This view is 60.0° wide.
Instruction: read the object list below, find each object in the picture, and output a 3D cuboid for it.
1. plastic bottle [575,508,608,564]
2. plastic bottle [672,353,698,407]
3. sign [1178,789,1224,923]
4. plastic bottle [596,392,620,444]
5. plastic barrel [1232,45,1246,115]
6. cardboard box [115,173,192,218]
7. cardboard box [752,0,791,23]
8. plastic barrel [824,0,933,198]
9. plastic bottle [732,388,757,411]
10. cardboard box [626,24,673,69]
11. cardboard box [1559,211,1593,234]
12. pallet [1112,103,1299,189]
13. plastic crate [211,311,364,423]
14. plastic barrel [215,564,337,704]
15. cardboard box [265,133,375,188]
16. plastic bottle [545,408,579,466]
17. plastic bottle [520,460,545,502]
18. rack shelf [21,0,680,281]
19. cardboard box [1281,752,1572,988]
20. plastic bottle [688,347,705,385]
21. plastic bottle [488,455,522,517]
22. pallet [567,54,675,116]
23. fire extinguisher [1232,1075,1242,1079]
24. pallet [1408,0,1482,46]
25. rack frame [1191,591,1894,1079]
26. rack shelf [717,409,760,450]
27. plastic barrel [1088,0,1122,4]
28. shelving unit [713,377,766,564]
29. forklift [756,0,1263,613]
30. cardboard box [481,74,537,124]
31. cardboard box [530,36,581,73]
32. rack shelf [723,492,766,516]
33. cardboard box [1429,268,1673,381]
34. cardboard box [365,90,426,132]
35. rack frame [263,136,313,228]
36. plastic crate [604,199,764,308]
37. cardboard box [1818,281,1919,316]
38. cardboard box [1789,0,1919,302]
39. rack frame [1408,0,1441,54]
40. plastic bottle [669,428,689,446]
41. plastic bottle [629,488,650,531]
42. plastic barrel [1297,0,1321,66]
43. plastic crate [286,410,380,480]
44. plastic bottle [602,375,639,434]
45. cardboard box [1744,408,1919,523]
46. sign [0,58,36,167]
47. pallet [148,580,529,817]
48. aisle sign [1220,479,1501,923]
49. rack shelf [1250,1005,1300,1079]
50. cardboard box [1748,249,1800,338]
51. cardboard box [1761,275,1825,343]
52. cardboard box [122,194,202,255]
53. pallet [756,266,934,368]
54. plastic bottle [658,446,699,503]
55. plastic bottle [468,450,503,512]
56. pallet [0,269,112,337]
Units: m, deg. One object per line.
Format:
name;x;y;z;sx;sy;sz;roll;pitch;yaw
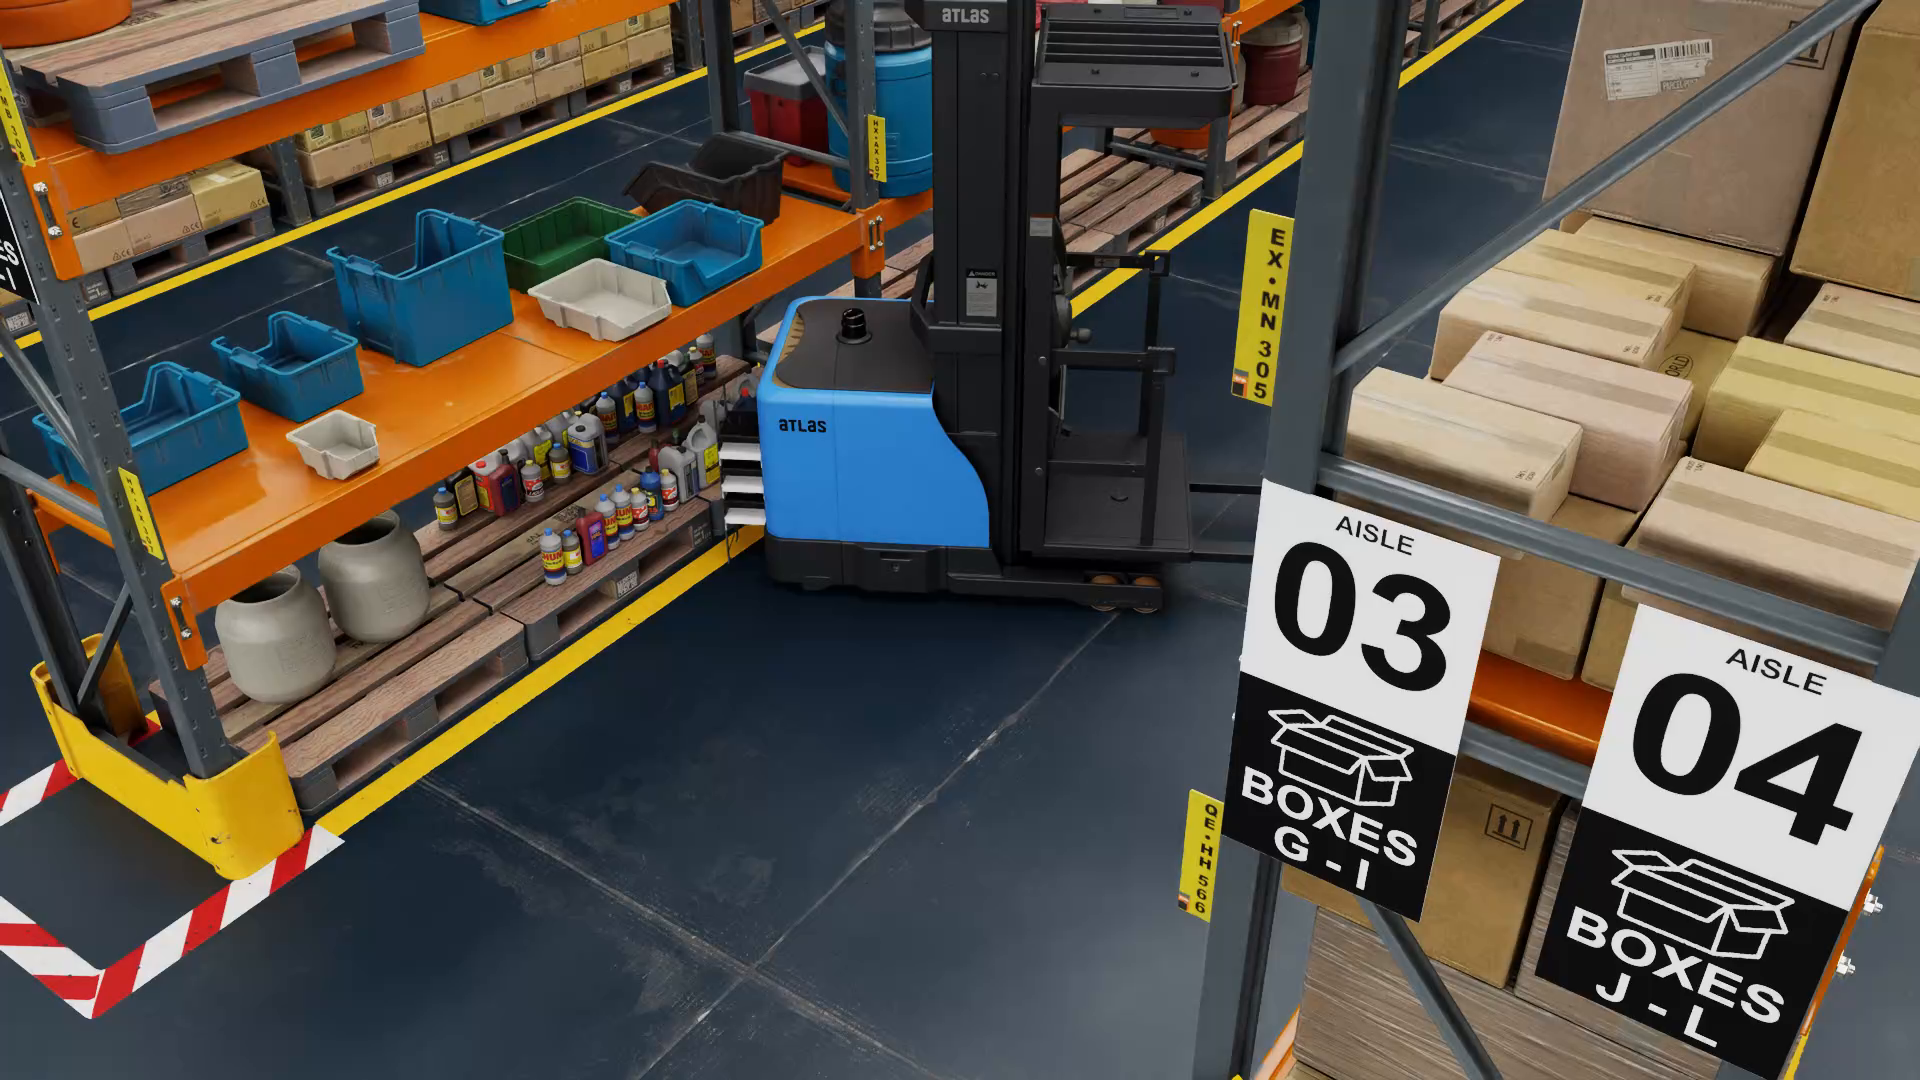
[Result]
plastic bottle;-1.700;-0.038;7.660;0.061;0.283;0.133;22;40;29
plastic bottle;-1.469;-0.848;8.858;0.061;0.283;0.133;21;39;28
sign;0.491;0.637;3.314;0.100;0.325;0.005;21;39;28
plastic bottle;-1.815;-0.635;8.554;0.097;0.271;0.097;0;34;0
plastic barrel;1.942;-3.492;12.582;0.421;0.512;0.421;0;34;0
cardboard box;-5.299;-2.408;10.544;0.500;0.500;0.500;21;39;28
cardboard box;-1.851;-4.921;14.688;0.500;0.500;0.500;20;39;27
plastic barrel;-0.384;-2.277;8.492;0.600;0.901;0.708;21;39;28
plastic bottle;-1.093;-0.597;8.427;0.144;0.351;0.185;19;39;26
cardboard box;-2.739;-4.128;13.756;0.500;0.250;0.500;22;40;29
cardboard box;1.585;-0.735;3.760;0.380;0.149;0.250;19;39;26
pallet;1.843;-3.050;12.572;1.003;0.211;1.213;21;39;28
plastic crate;-2.719;-0.709;6.754;0.499;0.251;0.408;21;39;28
plastic barrel;-2.821;0.382;6.854;0.421;0.512;0.421;0;34;0
cardboard box;-4.486;-2.714;11.665;0.500;0.250;0.500;20;39;27
plastic bottle;-2.004;-0.552;8.361;0.144;0.351;0.185;21;39;28
plastic bottle;-2.088;-0.296;8.115;0.097;0.201;0.097;0;34;0
rack shelf;-1.993;-2.013;6.513;1.077;0.370;4.000;21;39;28
cardboard box;1.046;0.523;3.551;0.500;0.500;0.500;21;39;28
plastic bottle;-1.452;-0.958;9.094;0.097;0.201;0.097;0;34;0
plastic bottle;-2.192;-0.263;7.994;0.061;0.283;0.133;21;39;28
pallet;-3.141;-3.892;13.816;1.003;0.211;1.213;21;39;28
fire extinguisher;0.492;1.372;3.613;0.296;0.674;0.183;21;39;28
pallet;4.096;-4.866;15.257;1.003;0.211;1.213;21;39;28
rack frame;0.935;1.434;3.451;1.000;3.000;0.127;21;39;28
rack shelf;-1.012;-0.516;7.787;0.200;0.077;0.258;3;34;4
plastic barrel;0.777;-3.140;10.116;0.421;0.512;0.421;0;34;0
shelving unit;-1.012;-0.320;7.919;0.210;0.900;0.258;3;34;4
forklift;0.625;-1.186;7.387;3.031;2.935;1.130;3;34;4
cardboard box;-3.610;-3.422;12.712;0.500;0.250;0.500;22;40;29
cardboard box;-3.317;-3.888;12.901;0.500;0.311;0.500;21;39;28
rack shelf;-1.012;-0.217;7.988;0.200;0.077;0.258;3;34;4
cardboard box;1.148;-0.382;3.237;0.380;0.149;0.250;19;39;26
cardboard box;-4.190;-3.179;11.852;0.500;0.311;0.500;21;39;28
rack frame;-4.920;-3.572;10.855;1.000;3.000;0.127;21;39;28
plastic crate;-1.261;-1.331;7.673;0.499;0.251;0.616;21;39;28
cardboard box;1.908;-0.421;3.295;0.380;0.149;0.250;21;39;28
cardboard box;2.004;-0.777;3.242;0.500;0.500;0.500;21;39;28
rack frame;3.709;-5.670;13.957;1.000;3.000;0.127;21;39;28
plastic bottle;-1.376;-0.441;8.257;0.061;0.283;0.133;21;39;28
plastic bottle;-1.535;-0.155;7.907;0.097;0.201;0.097;0;34;0
plastic barrel;2.981;-4.404;13.583;0.600;0.901;0.708;21;39;28
plastic crate;-2.359;-0.348;6.322;0.298;0.136;0.250;21;39;28
plastic bottle;-1.761;-0.748;8.650;0.144;0.351;0.185;20;39;26
cardboard box;1.510;-0.052;2.750;0.380;0.149;0.250;22;40;29
sign;-2.684;-1.216;4.685;0.100;0.325;0.005;21;39;28
pallet;-2.661;0.585;7.196;1.003;0.211;1.213;21;39;28
aisle sign;0.654;0.290;2.823;0.394;0.787;0.004;21;39;28
rack shelf;2.076;0.812;5.014;1.077;0.370;4.000;21;39;28
cardboard box;1.583;-0.513;3.787;0.500;0.250;0.500;22;40;29
cardboard box;1.997;-0.351;3.548;0.500;0.250;0.500;21;39;28
cardboard box;-5.298;-2.097;10.753;0.500;0.250;0.500;21;39;28
pallet;-0.437;-1.207;9.847;1.003;0.211;1.213;21;39;28
plastic bottle;-1.373;-0.344;8.119;0.152;0.276;0.135;22;40;29
plastic bottle;-2.280;-0.294;8.046;0.152;0.276;0.135;22;40;29
pallet;-6.103;-1.501;10.281;1.003;0.211;1.213;21;39;28
